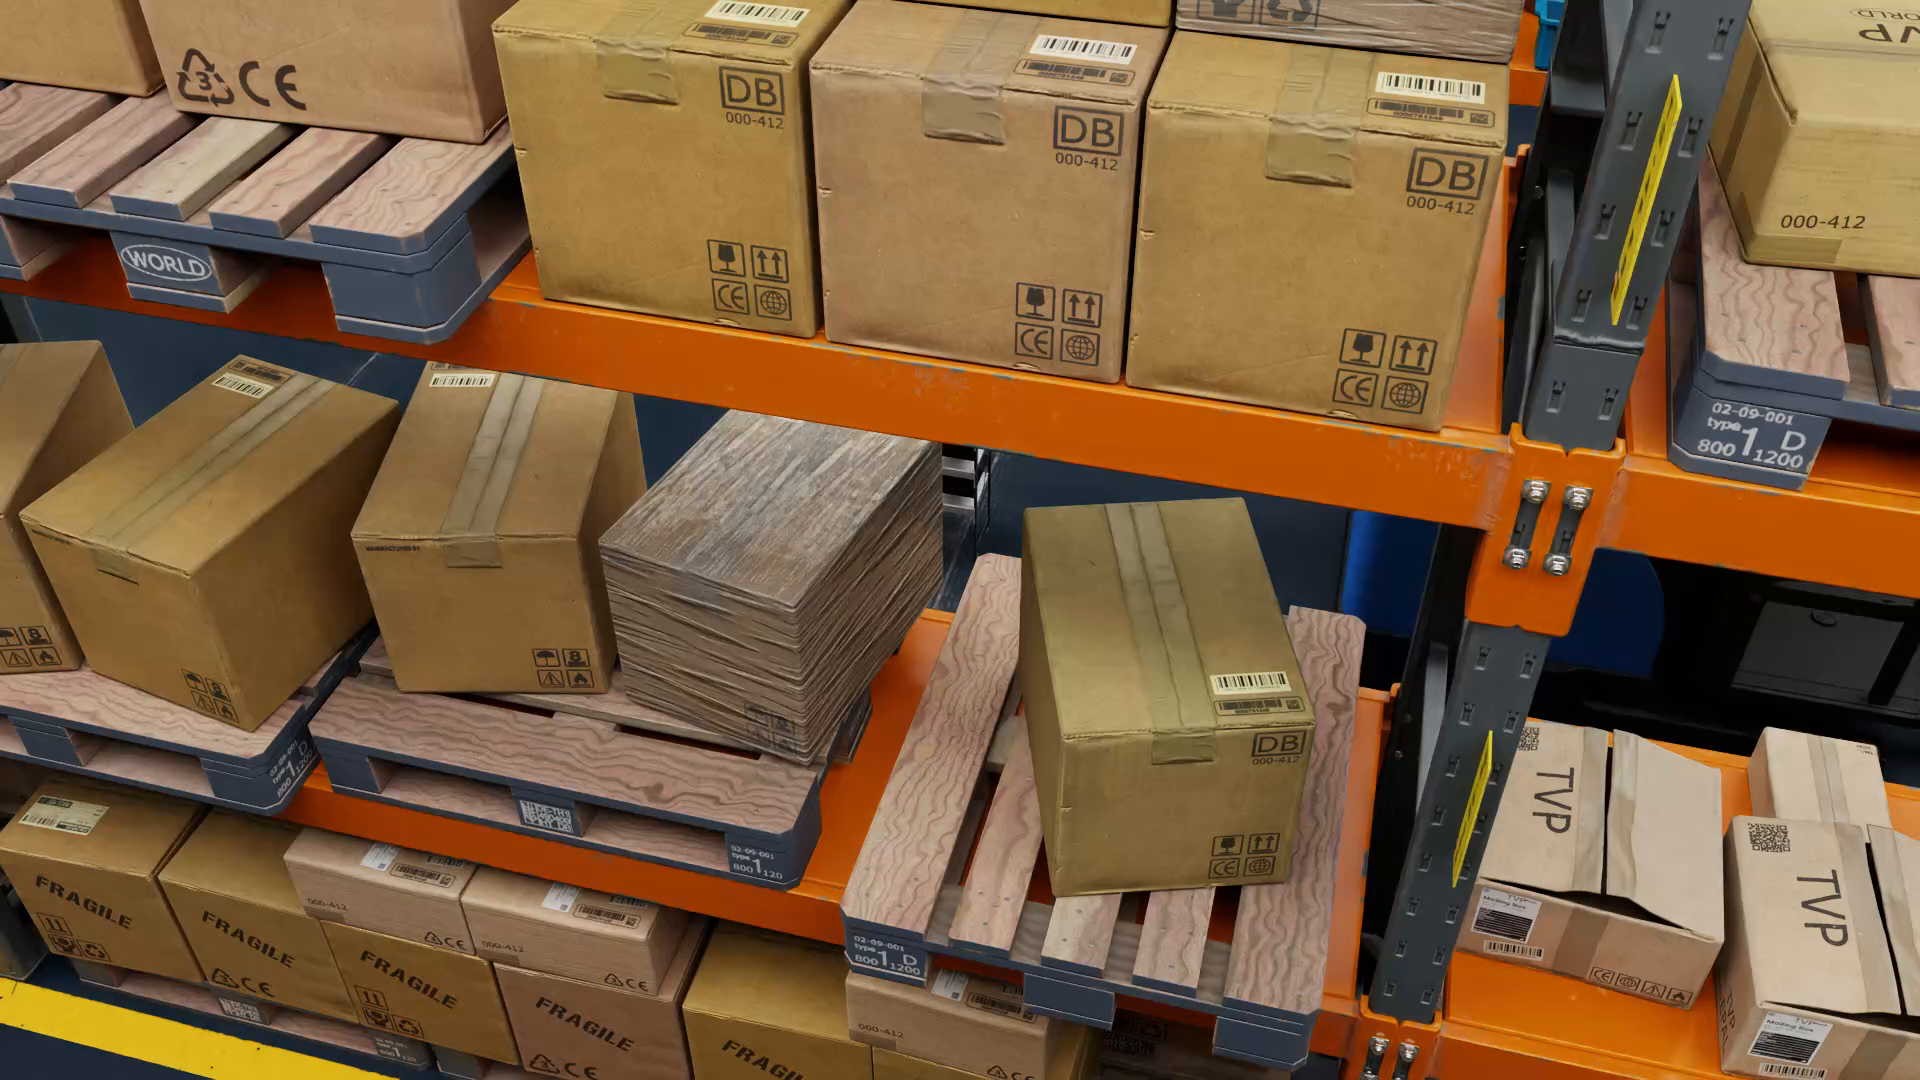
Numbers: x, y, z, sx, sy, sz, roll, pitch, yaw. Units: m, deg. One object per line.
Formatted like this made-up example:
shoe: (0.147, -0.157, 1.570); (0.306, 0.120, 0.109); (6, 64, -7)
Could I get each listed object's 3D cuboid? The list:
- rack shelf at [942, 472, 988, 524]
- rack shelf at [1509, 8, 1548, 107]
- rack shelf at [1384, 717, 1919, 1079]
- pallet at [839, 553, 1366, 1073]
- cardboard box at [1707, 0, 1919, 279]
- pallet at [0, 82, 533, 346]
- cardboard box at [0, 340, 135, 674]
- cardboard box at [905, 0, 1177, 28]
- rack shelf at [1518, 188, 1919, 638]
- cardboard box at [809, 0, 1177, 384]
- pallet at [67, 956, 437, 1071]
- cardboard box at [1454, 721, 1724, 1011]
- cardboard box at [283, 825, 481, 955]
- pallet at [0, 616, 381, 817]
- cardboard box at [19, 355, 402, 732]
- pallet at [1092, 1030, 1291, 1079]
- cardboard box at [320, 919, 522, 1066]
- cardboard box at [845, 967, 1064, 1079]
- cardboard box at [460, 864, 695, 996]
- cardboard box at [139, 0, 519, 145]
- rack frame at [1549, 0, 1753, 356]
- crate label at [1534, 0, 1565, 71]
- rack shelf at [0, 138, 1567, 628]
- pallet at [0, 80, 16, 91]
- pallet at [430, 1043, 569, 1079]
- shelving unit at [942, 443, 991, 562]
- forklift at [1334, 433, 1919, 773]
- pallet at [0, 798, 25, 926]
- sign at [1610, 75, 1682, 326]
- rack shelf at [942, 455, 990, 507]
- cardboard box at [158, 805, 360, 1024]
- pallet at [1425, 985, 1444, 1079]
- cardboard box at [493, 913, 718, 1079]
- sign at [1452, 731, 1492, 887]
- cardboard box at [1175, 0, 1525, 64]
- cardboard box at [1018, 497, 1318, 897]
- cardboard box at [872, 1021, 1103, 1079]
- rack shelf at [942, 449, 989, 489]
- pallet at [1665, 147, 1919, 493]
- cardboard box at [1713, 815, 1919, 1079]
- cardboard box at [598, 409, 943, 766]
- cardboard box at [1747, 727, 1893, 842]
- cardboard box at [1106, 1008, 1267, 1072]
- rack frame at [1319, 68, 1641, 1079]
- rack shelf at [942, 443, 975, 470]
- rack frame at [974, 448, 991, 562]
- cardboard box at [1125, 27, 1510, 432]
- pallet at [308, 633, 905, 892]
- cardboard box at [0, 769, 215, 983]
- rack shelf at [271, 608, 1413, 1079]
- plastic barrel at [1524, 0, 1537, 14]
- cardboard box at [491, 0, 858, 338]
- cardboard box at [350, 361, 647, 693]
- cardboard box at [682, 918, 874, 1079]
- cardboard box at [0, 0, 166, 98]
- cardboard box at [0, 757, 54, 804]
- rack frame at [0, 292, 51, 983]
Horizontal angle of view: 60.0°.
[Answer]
rack shelf: (-0.008, -0.183, 6.599); (0.200, 0.077, 0.258); (10, 41, 11)
rack shelf: (4.270, -1.907, 7.248); (4.000, 0.370, 1.077); (10, 41, 11)
rack shelf: (2.986, 1.169, 3.585); (4.000, 0.370, 1.077); (10, 41, 11)
pallet: (0.381, 0.566, 3.893); (1.003, 0.211, 1.213); (10, 41, 11)
cardboard box: (1.507, -0.650, 2.650); (0.500, 0.250, 0.500); (7, 41, 8)
pallet: (-1.195, -0.858, 3.253); (1.003, 0.211, 1.213); (10, 41, 11)
cardboard box: (-2.410, -0.085, 4.115); (0.500, 0.500, 0.700); (-3, 40, -3)
cardboard box: (0.142, -1.170, 2.623); (0.500, 0.500, 0.500); (10, 41, 11)
rack shelf: (2.986, 0.021, 2.620); (4.000, 0.370, 1.077); (10, 41, 11)
cardboard box: (0.131, -0.762, 2.915); (0.500, 0.500, 0.910); (10, 41, 11)
pallet: (-2.014, 1.076, 5.305); (1.213, 0.211, 1.003); (10, 41, 11)
cardboard box: (1.394, 0.683, 3.674); (0.500, 0.311, 0.500); (12, 42, 14)
cardboard box: (-1.440, 0.796, 4.488); (0.500, 0.250, 0.500); (10, 41, 12)
pallet: (-2.066, 0.170, 4.364); (1.213, 0.211, 1.003); (10, 41, 11)
cardboard box: (-1.729, -0.010, 4.025); (0.500, 0.500, 0.700); (16, 43, 18)
pallet: (0.343, 1.481, 4.822); (1.213, 0.211, 1.003); (10, 41, 11)
cardboard box: (-1.407, 1.086, 4.726); (0.500, 0.500, 0.500); (10, 41, 12)
cardboard box: (0.035, 1.046, 4.190); (0.500, 0.250, 0.500); (11, 41, 13)
cardboard box: (-0.955, 0.879, 4.390); (0.500, 0.250, 0.500); (9, 41, 11)
cardboard box: (-1.053, -1.140, 2.961); (0.600, 0.600, 0.600); (8, 41, 10)
rack frame: (1.054, -1.736, 1.820); (0.127, 3.000, 1.000); (10, 41, 11)
crate label: (2.648, -2.148, 7.106); (0.416, 0.233, 0.303); (10, 41, 11)
rack shelf: (-0.878, -0.644, 3.412); (4.000, 0.370, 1.077); (10, 41, 11)
pallet: (-2.198, -1.028, 3.456); (1.003, 0.211, 1.213); (10, 41, 11)
pallet: (-0.832, 1.277, 5.065); (1.213, 0.211, 1.003); (10, 41, 11)
shelving unit: (-0.008, -0.346, 6.462); (0.210, 0.900, 0.258); (10, 41, 11)
forklift: (2.930, -0.657, 5.253); (3.031, 2.935, 1.130); (10, 41, 11)
pallet: (-3.473, 0.849, 5.575); (1.213, 0.211, 1.003); (10, 41, 11)
sign: (0.912, -0.449, 2.217); (0.005, 0.325, 0.100); (10, 41, 11)
rack shelf: (-0.008, -0.252, 6.542); (0.200, 0.077, 0.258); (10, 41, 11)
cardboard box: (-1.887, 0.999, 4.830); (0.500, 0.500, 0.500); (10, 41, 12)
pallet: (1.839, 1.790, 4.454); (1.213, 0.211, 1.003); (10, 41, 11)
cardboard box: (-0.918, 1.171, 4.625); (0.500, 0.500, 0.500); (8, 41, 10)
sign: (0.923, 0.487, 2.999); (0.005, 0.325, 0.100); (10, 41, 11)
cardboard box: (0.634, -1.085, 2.522); (0.500, 0.500, 0.500); (10, 41, 11)
cardboard box: (0.417, 0.327, 3.623); (0.500, 0.500, 0.700); (-3, 40, -3)
cardboard box: (0.090, 1.340, 4.423); (0.500, 0.500, 0.500); (11, 41, 13)
rack shelf: (-0.008, -0.320, 6.484); (0.200, 0.077, 0.258); (10, 41, 11)
pallet: (1.733, -0.458, 2.777); (1.003, 0.211, 1.213); (12, 41, 13)
cardboard box: (1.868, 0.864, 3.458); (0.500, 0.311, 0.500); (9, 41, 11)
cardboard box: (-0.417, 0.057, 3.946); (0.500, 0.500, 0.700); (17, 43, 20)
cardboard box: (1.994, 0.635, 3.856); (0.250, 0.149, 0.380); (10, 41, 11)
cardboard box: (0.688, 1.097, 4.713); (0.500, 0.500, 0.500); (11, 41, 13)
rack frame: (1.054, 0.561, 3.749); (0.127, 3.000, 1.000); (10, 41, 11)
rack shelf: (-0.008, -0.389, 6.426); (0.200, 0.077, 0.258); (10, 41, 11)
rack frame: (0.090, -0.329, 6.442); (0.006, 0.900, 0.240); (10, 41, 11)
cardboard box: (0.624, -0.677, 2.814); (0.500, 0.500, 0.910); (10, 41, 11)
pallet: (-0.826, 0.314, 4.193); (1.213, 0.211, 1.003); (10, 41, 11)
cardboard box: (-2.406, 0.917, 4.928); (0.500, 0.500, 0.500); (8, 41, 9)
rack shelf: (-0.878, 0.504, 4.377); (4.000, 0.370, 1.077); (10, 41, 11)
plastic barrel: (2.865, -2.679, 7.501); (0.708, 0.536, 0.600); (10, 41, 11)
cardboard box: (-0.371, -0.849, 3.018); (0.500, 0.500, 0.910); (10, 41, 11)
cardboard box: (-1.087, -0.047, 4.070); (0.500, 0.500, 0.700); (0, 40, 0)
cardboard box: (-0.410, 1.254, 4.526); (0.500, 0.500, 0.500); (8, 41, 10)
cardboard box: (-1.691, -1.263, 3.107); (0.600, 0.600, 0.600); (9, 41, 11)
cardboard box: (-3.159, 0.553, 5.507); (0.500, 0.311, 0.500); (10, 41, 11)
rack frame: (-2.810, -0.104, 4.541); (0.127, 3.000, 1.000); (10, 41, 11)
